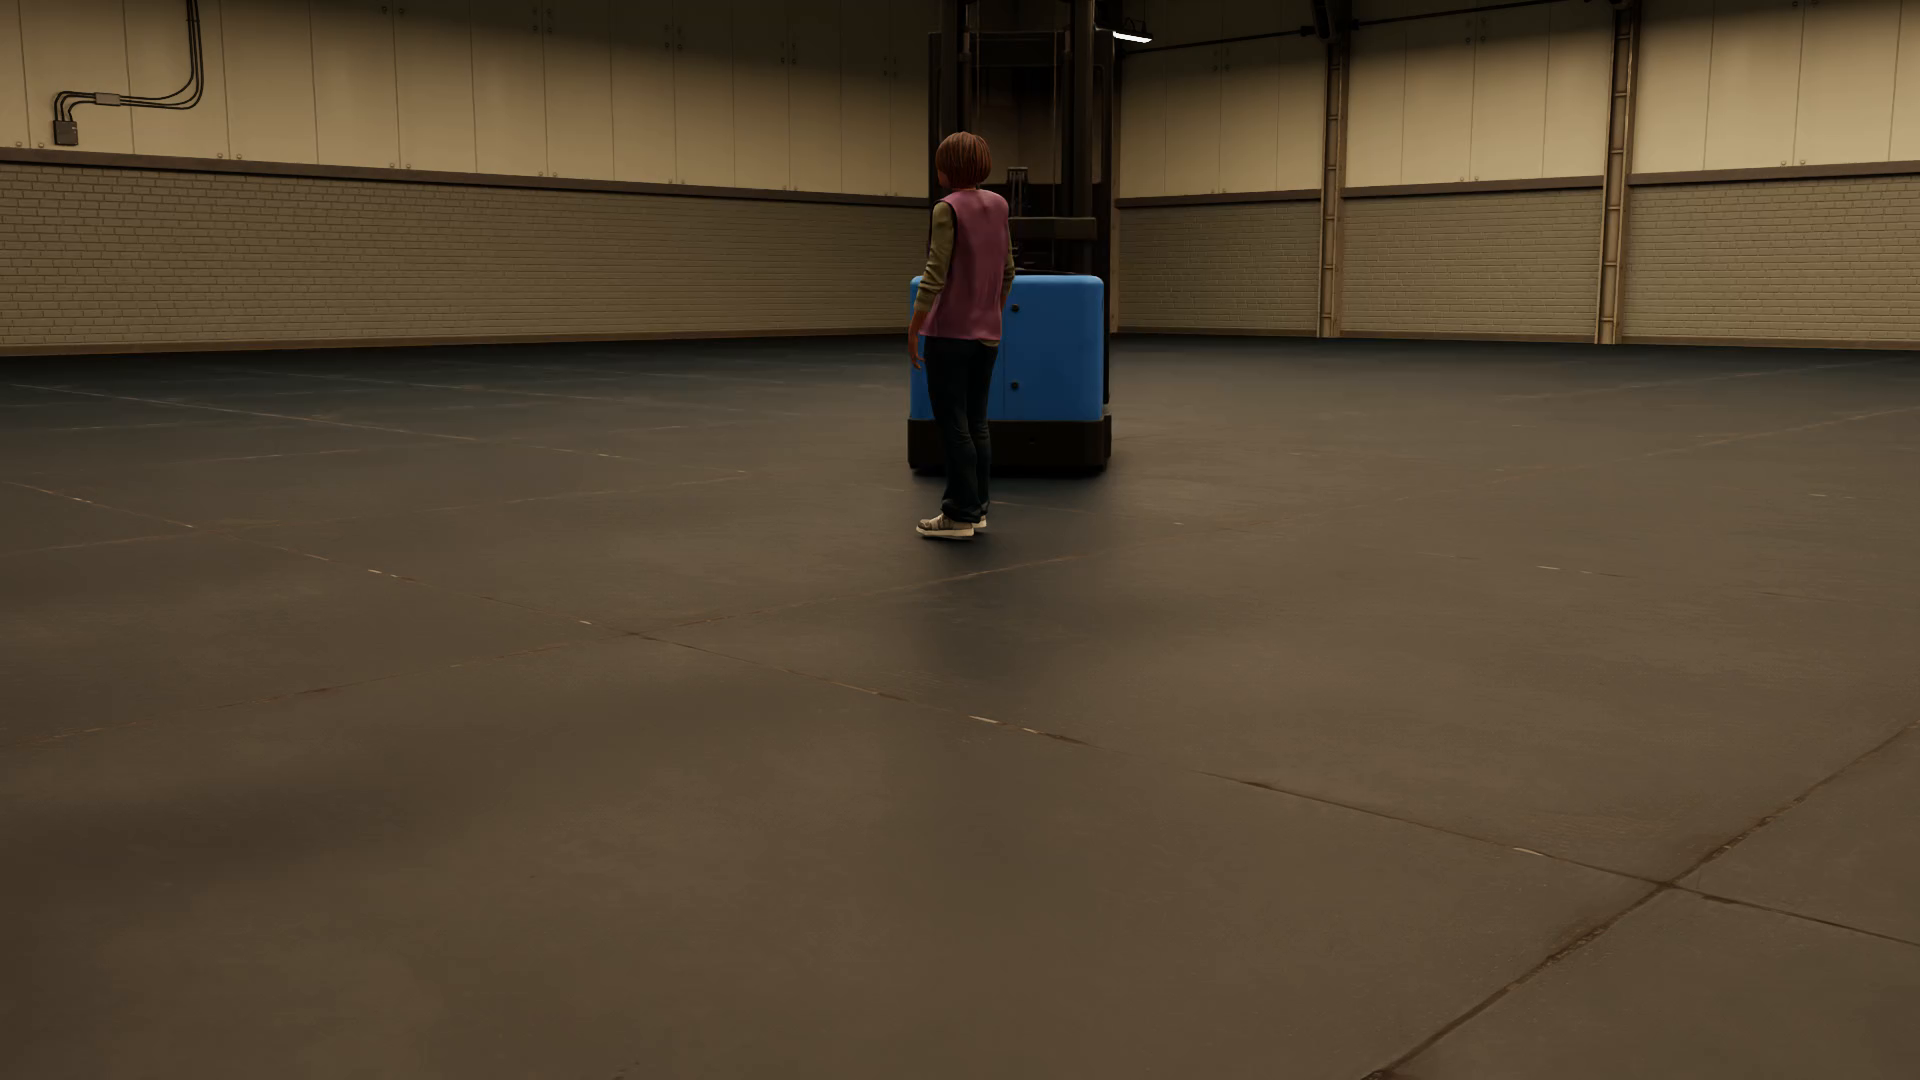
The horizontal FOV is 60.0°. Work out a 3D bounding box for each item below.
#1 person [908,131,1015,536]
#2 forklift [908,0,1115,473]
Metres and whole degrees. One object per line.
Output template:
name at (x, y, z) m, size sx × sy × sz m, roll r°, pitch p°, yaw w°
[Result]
person at (-0.044, -0.806, 6.658) m, size 0.473 × 1.599 × 0.521 m, roll 8°, pitch 12°, yaw 43°
forklift at (0.381, -1.999, 10.153) m, size 1.130 × 2.935 × 3.031 m, roll 1°, pitch 9°, yaw 6°
